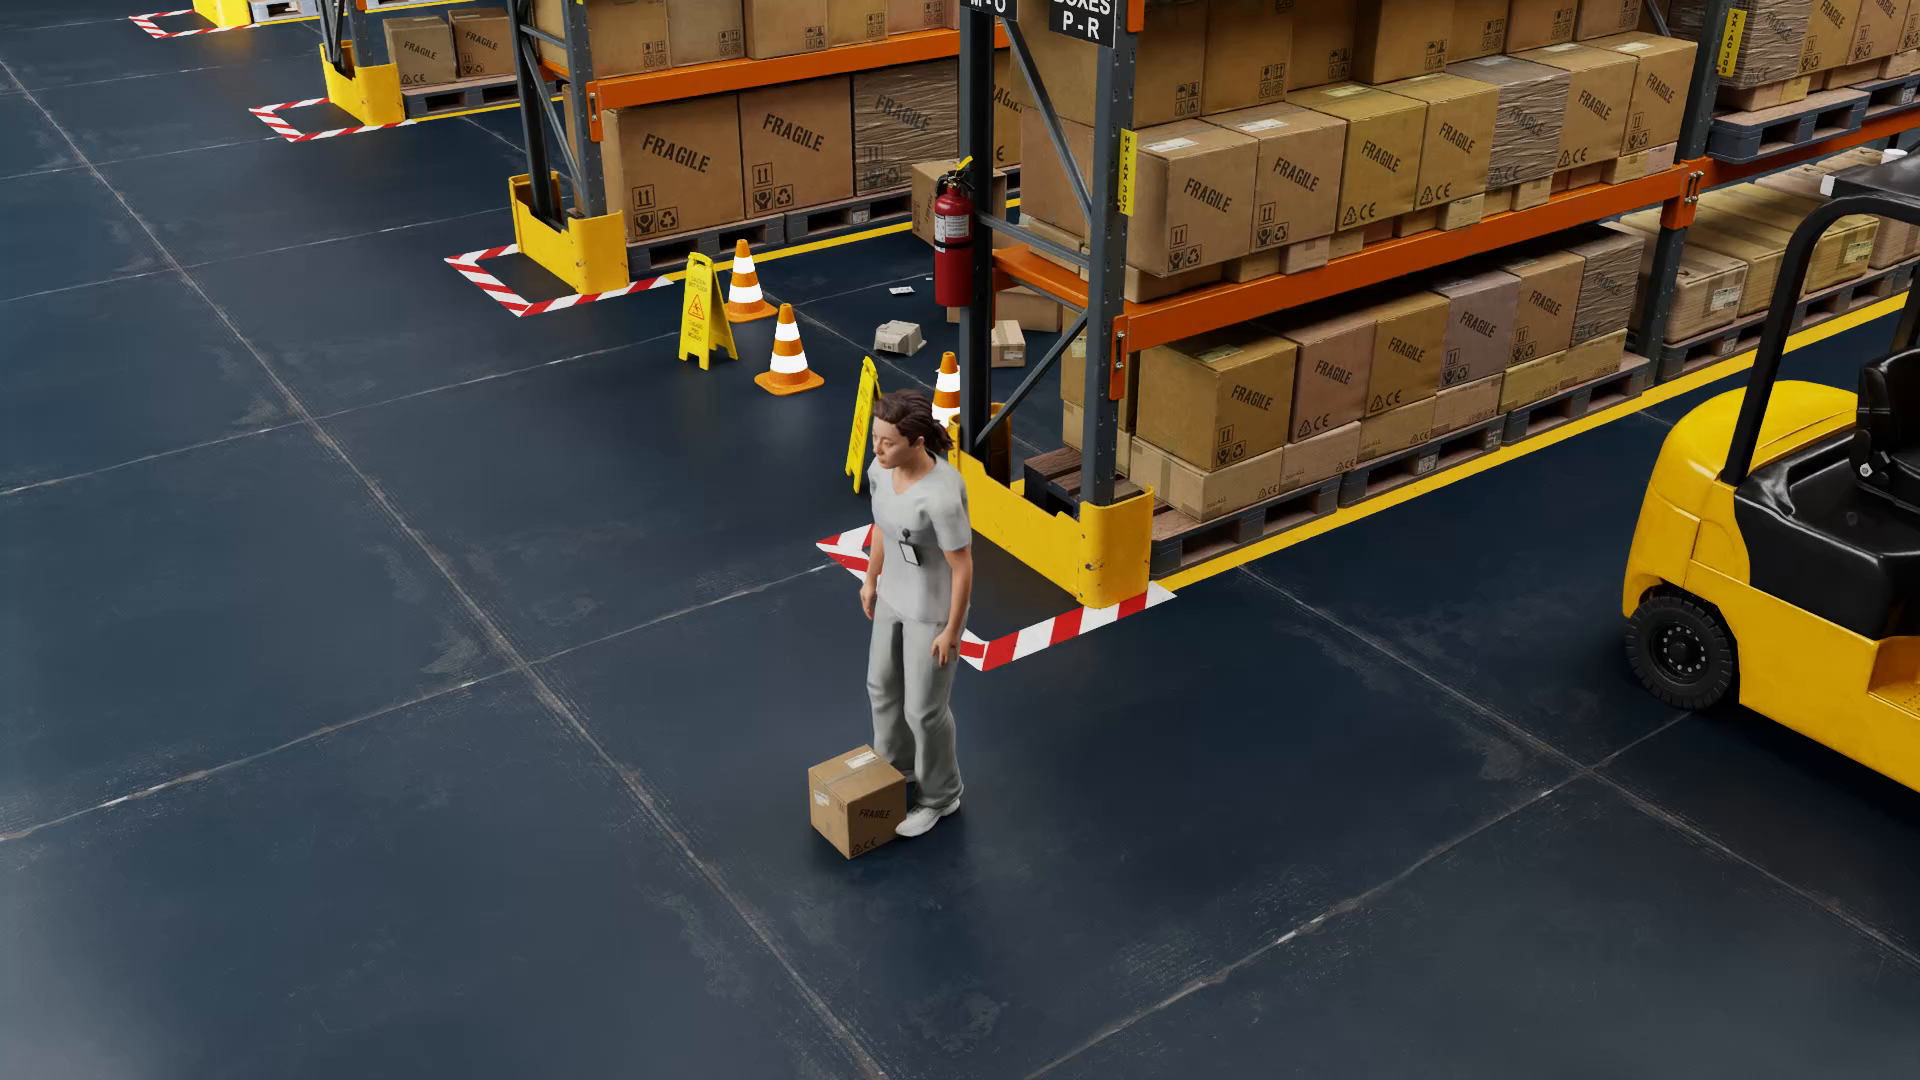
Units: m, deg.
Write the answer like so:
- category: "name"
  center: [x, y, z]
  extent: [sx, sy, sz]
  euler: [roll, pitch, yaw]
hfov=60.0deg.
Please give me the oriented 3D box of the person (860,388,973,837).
- category: "person"
  center: [-0.163, 0.234, 5.700]
  extent: [0.361, 1.671, 0.514]
  euler: [-21, 35, -33]
